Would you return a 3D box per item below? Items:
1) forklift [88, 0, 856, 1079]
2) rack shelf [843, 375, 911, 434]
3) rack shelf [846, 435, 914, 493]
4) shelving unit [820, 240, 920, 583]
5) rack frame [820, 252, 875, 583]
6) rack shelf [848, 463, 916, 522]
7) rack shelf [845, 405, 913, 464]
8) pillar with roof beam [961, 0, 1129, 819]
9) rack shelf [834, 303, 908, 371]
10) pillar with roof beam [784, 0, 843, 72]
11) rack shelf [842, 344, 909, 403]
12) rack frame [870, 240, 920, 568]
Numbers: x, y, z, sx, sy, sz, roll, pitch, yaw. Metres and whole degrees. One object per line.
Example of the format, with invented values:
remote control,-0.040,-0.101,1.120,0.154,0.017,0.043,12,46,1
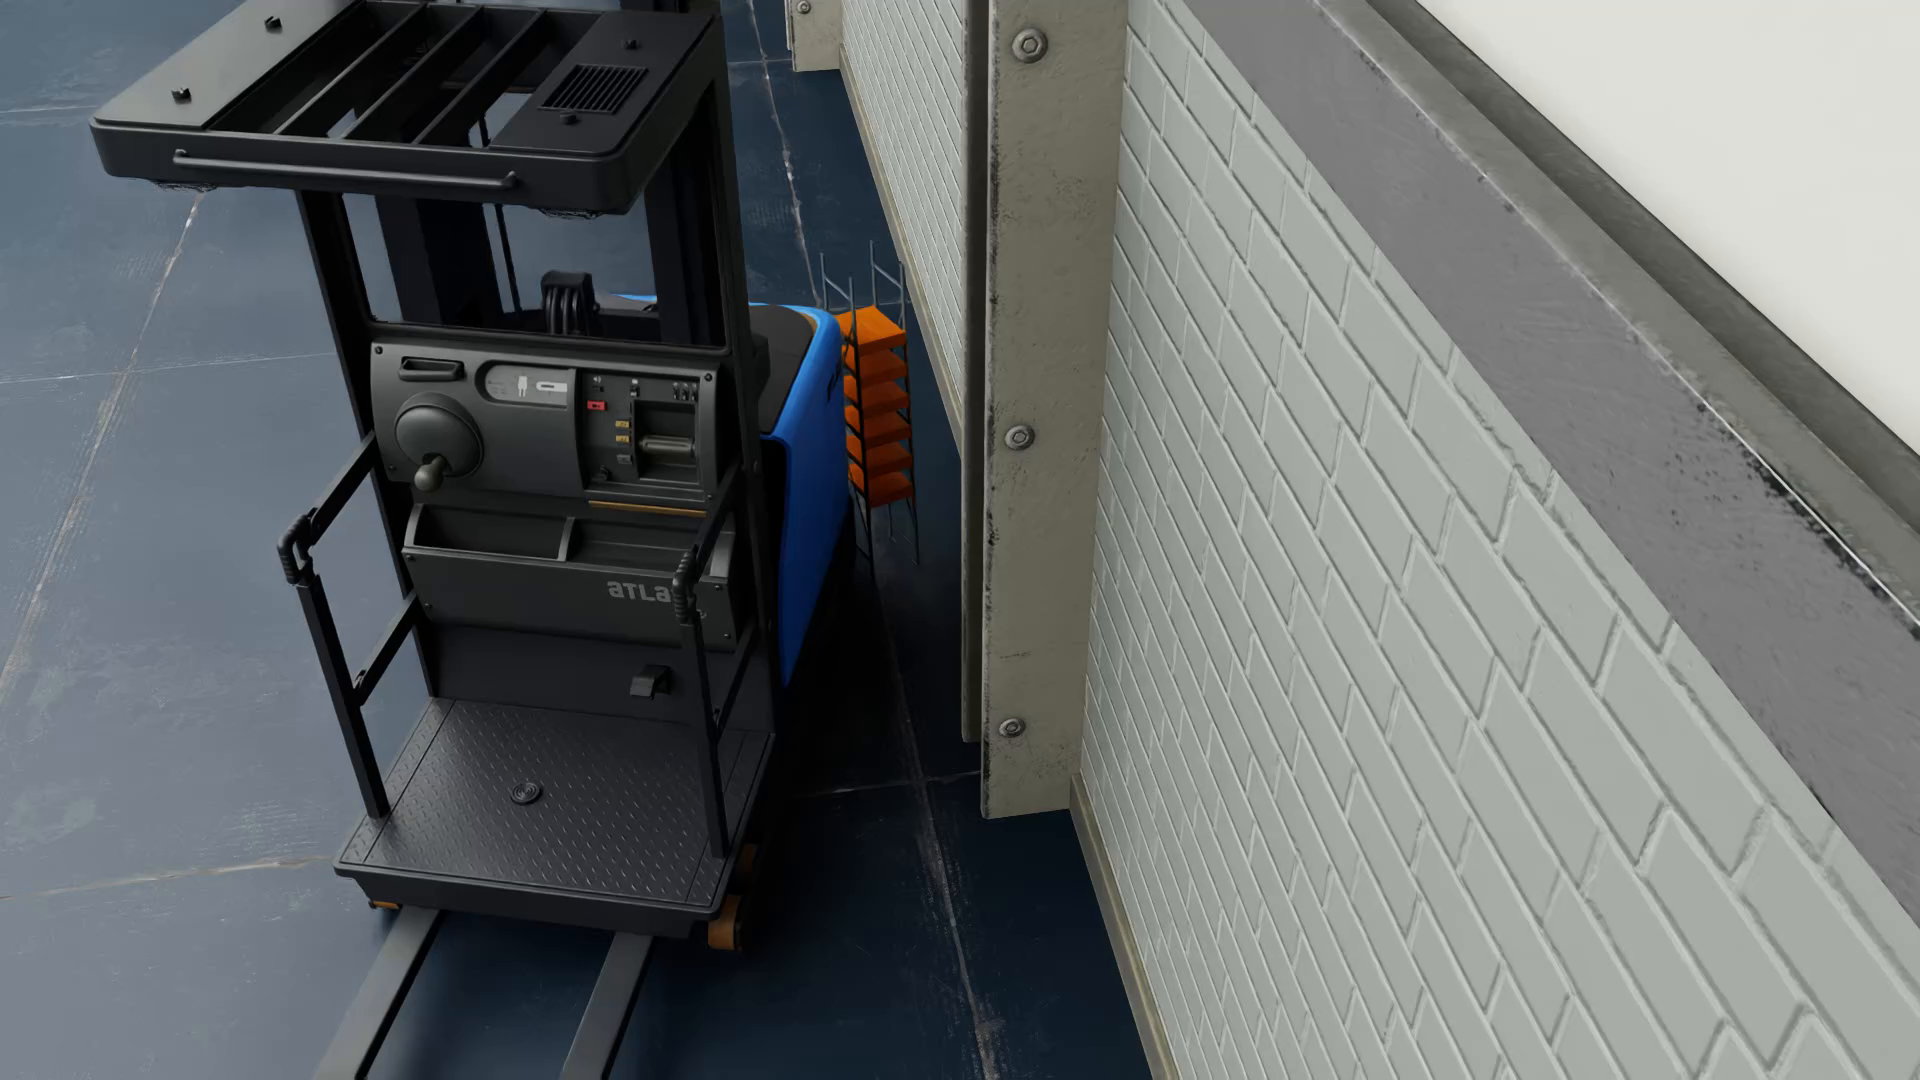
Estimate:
forklift,-1.108,-0.226,4.152,1.130,2.935,3.031,5,38,7
rack shelf,-0.308,-0.489,5.764,0.180,0.103,0.258,-18,37,-23
rack shelf,-0.301,-0.290,5.898,0.180,0.103,0.258,-18,37,-23
shelving unit,-0.306,-0.427,5.806,0.189,1.200,0.258,-18,37,-23
rack frame,-0.386,-0.400,5.771,0.006,1.200,0.240,-18,37,-23
rack shelf,-0.297,-0.191,5.965,0.180,0.103,0.258,-18,37,-23
rack shelf,-0.304,-0.390,5.831,0.180,0.103,0.258,-18,37,-23
pillar with roof beam,-4.049,-2.364,1.957,9.100,9.000,0.400,-6,38,-8
rack shelf,-0.316,-0.689,5.630,0.180,0.103,0.258,-18,37,-23
pillar with roof beam,-5.101,-5.988,6.622,9.100,9.000,0.400,-6,38,-8
rack shelf,-0.312,-0.589,5.697,0.180,0.103,0.258,-18,37,-23
rack frame,-0.226,-0.453,5.841,0.006,1.200,0.240,-18,37,-23
